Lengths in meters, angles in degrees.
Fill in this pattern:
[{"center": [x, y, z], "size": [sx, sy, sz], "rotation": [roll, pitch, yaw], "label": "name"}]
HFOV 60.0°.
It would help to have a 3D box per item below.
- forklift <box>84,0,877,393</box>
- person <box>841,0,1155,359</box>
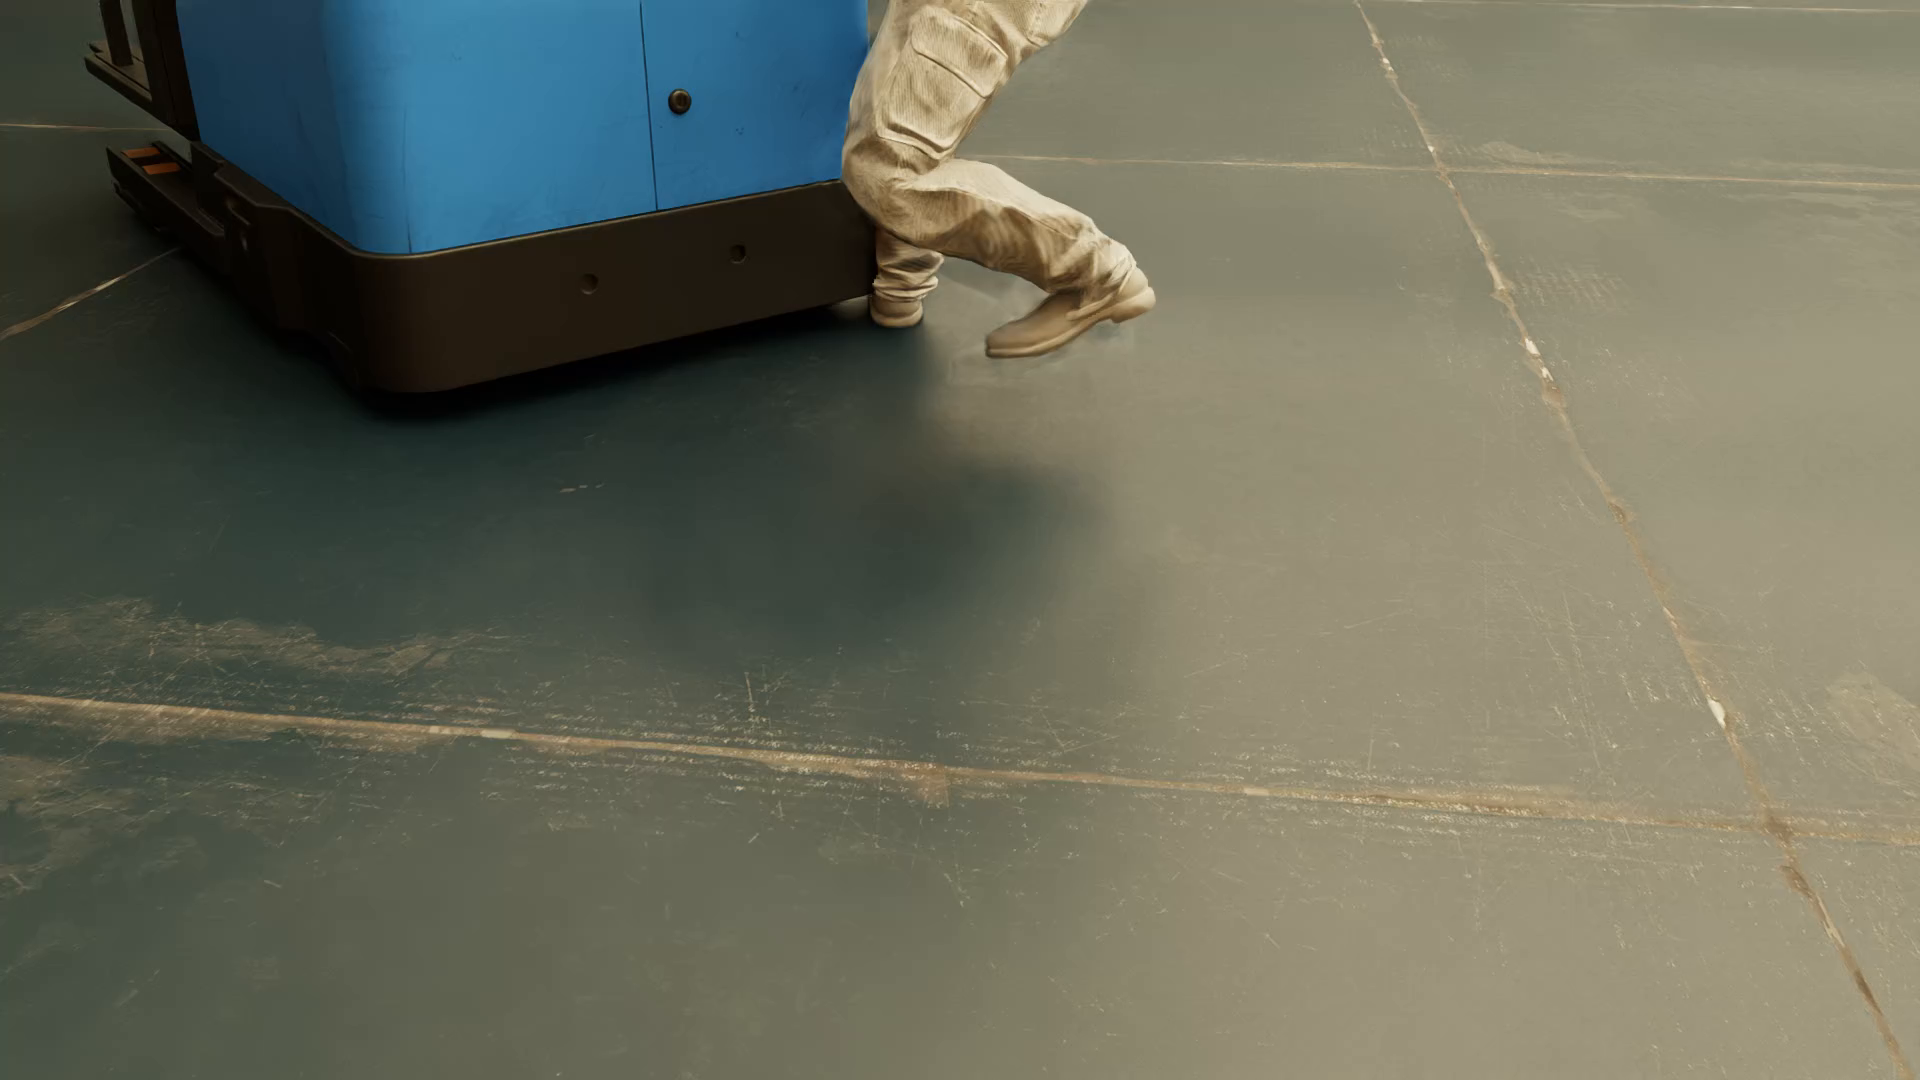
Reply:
[{"center": [-1.440, -2.159, 3.546], "size": [1.130, 2.935, 3.031], "rotation": [-18, 32, -32], "label": "forklift"}, {"center": [0.013, -0.966, 2.753], "size": [0.700, 1.523, 1.240], "rotation": [7, 27, 13], "label": "person"}]
